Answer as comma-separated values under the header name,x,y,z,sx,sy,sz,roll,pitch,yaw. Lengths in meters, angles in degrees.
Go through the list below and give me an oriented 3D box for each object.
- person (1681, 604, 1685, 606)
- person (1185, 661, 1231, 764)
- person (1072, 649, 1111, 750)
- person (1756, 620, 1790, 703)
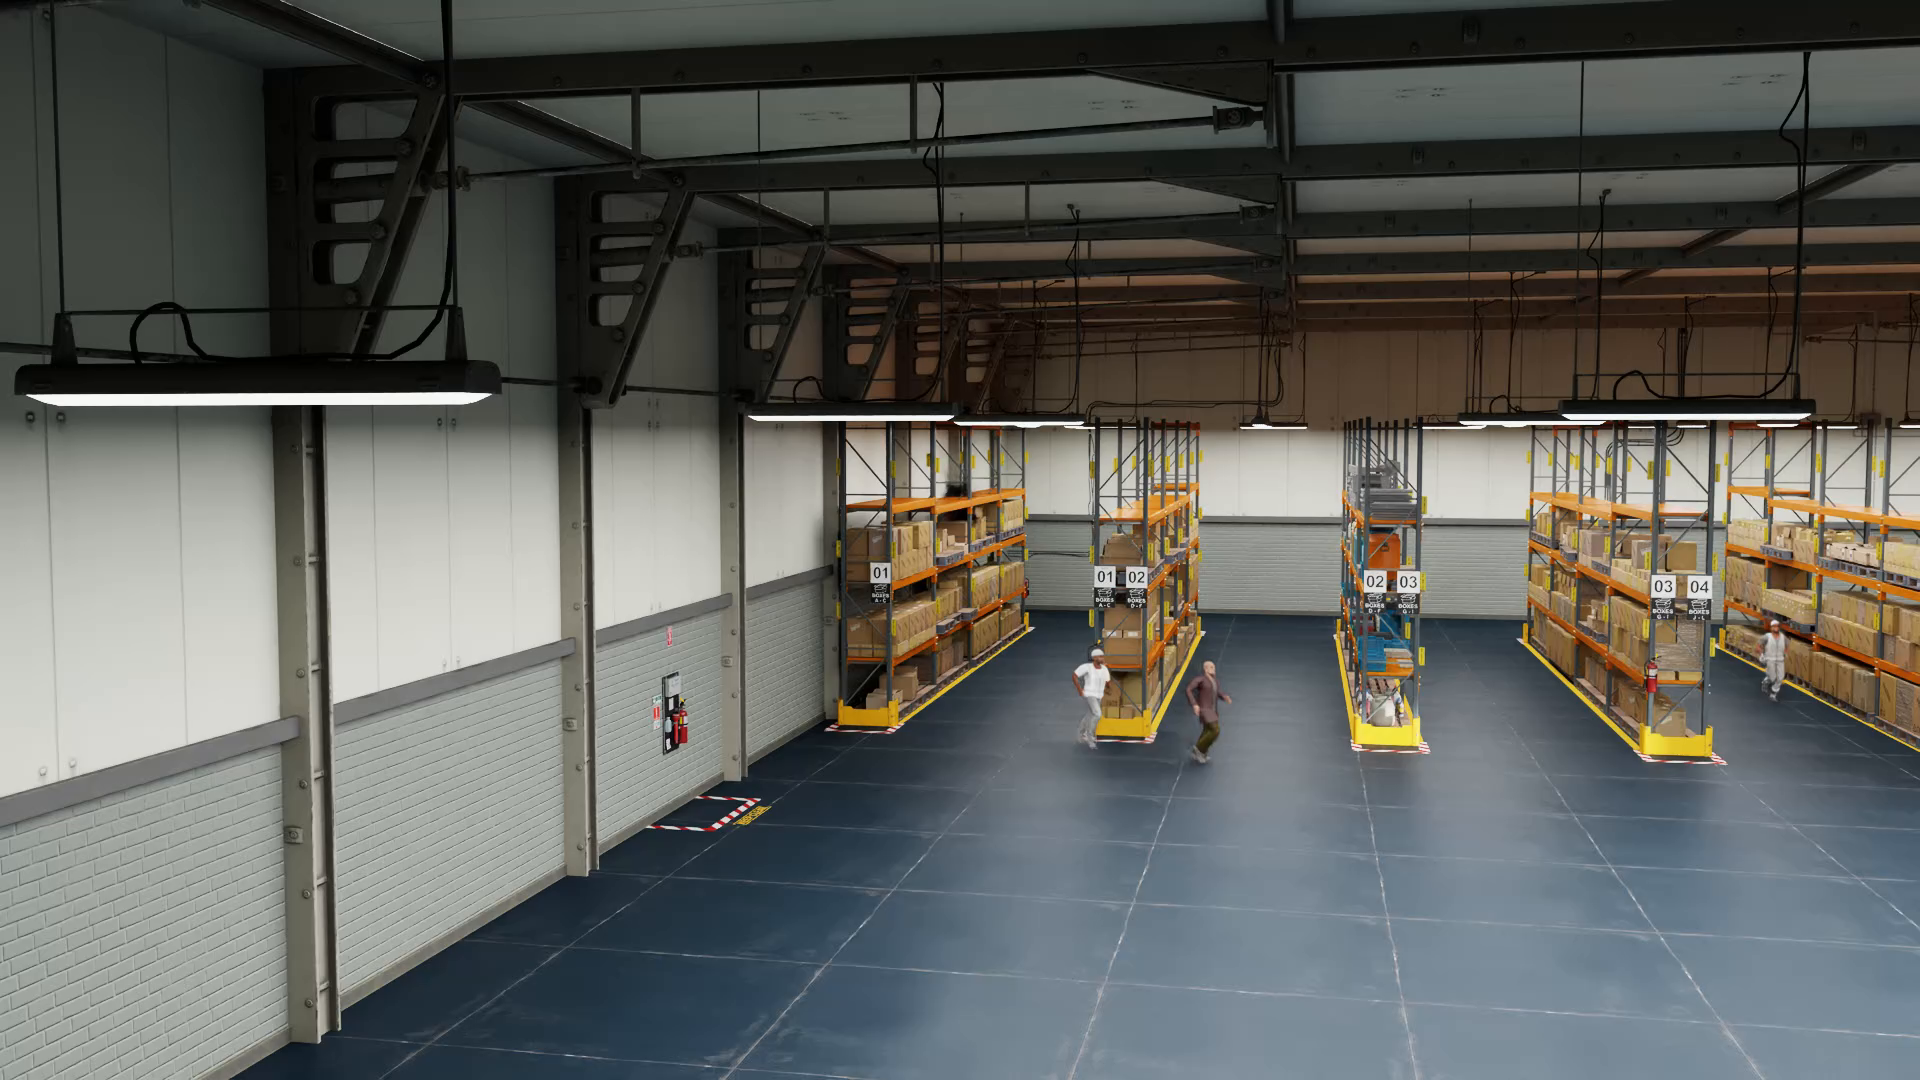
name,x,y,z,sx,sy,sz,roll,pitch,yaw
person,18.863,1.987,43.905,0.962,1.717,0.715,-4,5,-44
person,4.315,2.976,28.763,0.722,1.766,0.709,3,5,38
person,2.452,2.882,30.348,0.673,1.794,0.722,-3,5,-43
person,17.276,2.567,35.282,0.658,1.738,0.601,0,4,7
